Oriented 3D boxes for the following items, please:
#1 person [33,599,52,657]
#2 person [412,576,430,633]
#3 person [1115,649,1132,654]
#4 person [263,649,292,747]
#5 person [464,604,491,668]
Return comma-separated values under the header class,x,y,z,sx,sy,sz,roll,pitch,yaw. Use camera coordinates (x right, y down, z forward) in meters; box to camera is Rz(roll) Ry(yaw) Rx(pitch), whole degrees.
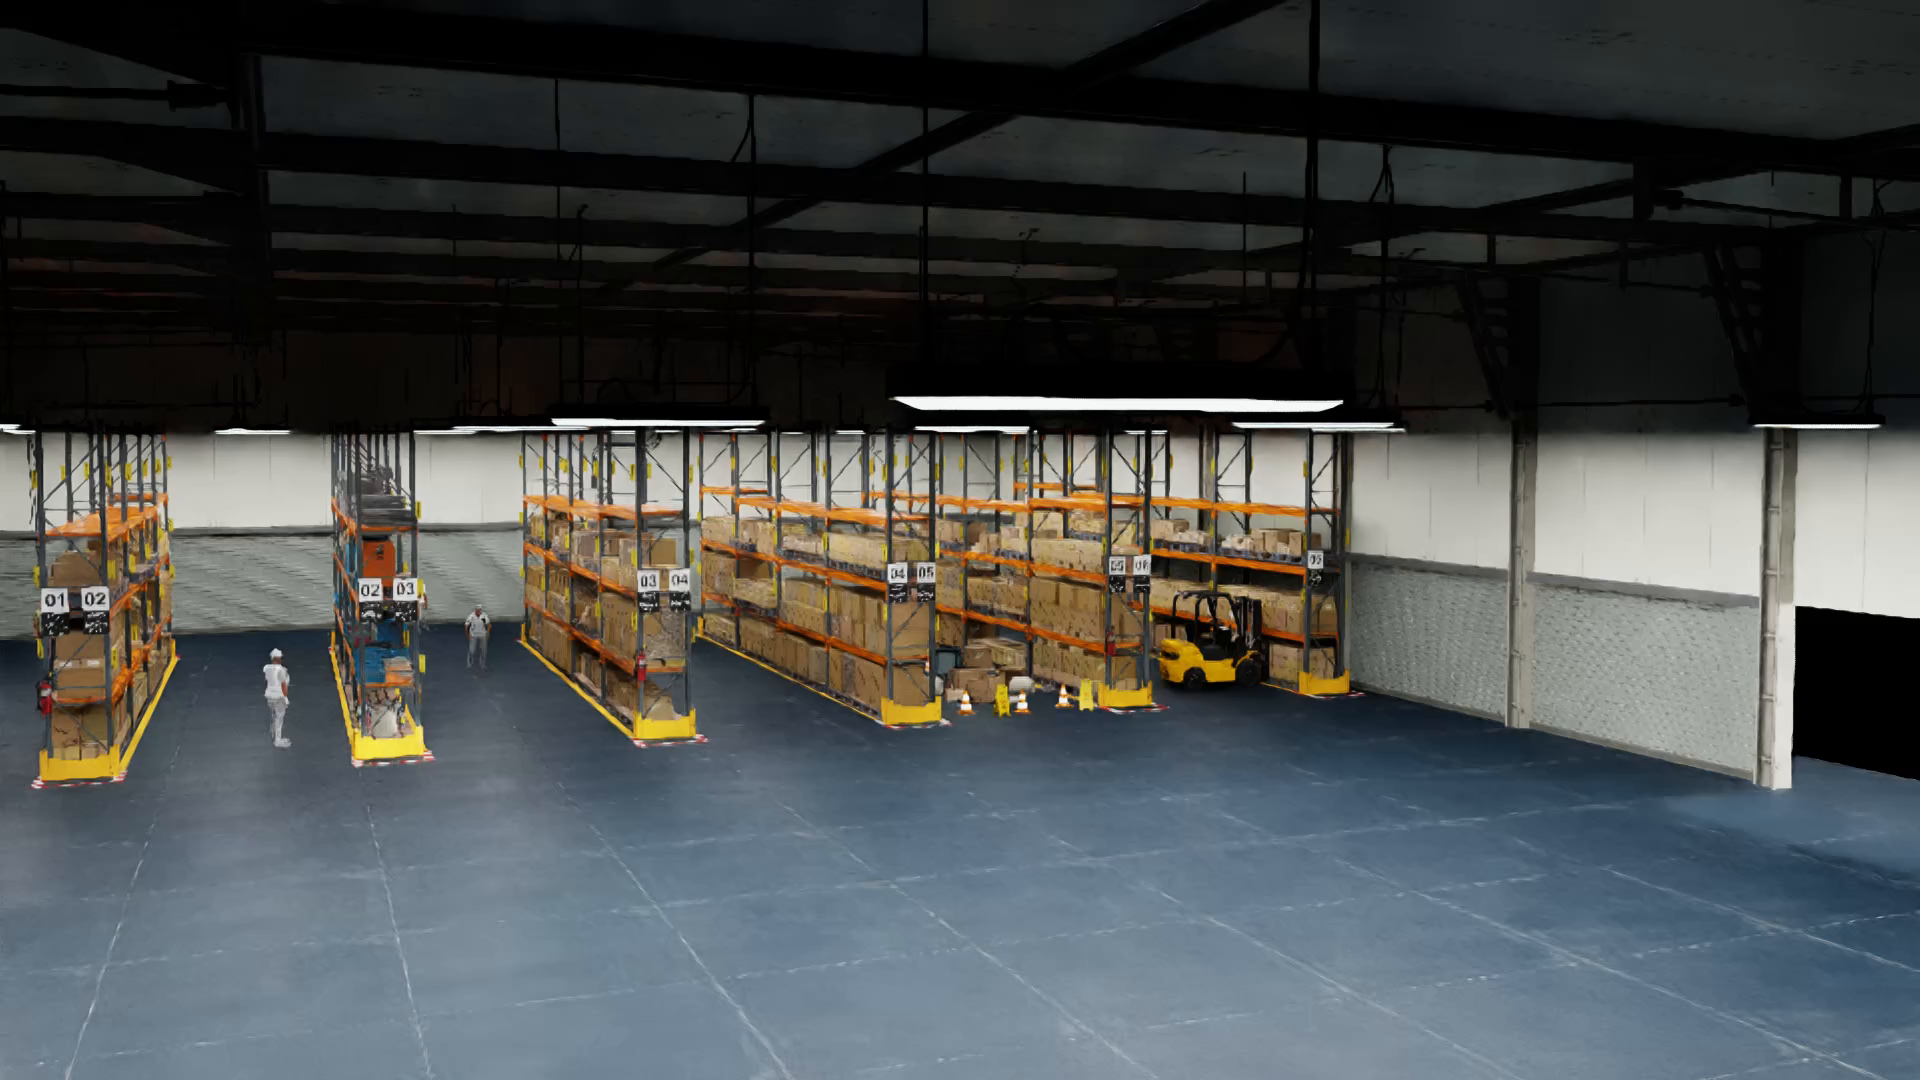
class,x,y,z,sx,sy,sz,roll,pitch,yaw
person,-23.327,2.267,42.322,0.448,1.590,1.110,-1,4,-20
person,-15.757,1.831,48.357,0.613,1.755,0.578,1,4,14
person,3.835,2.384,38.997,0.581,1.775,0.444,3,4,36
person,-12.566,2.895,30.700,0.620,1.786,0.456,3,4,37
person,-11.877,2.367,40.973,0.625,1.611,0.568,-2,4,-25
